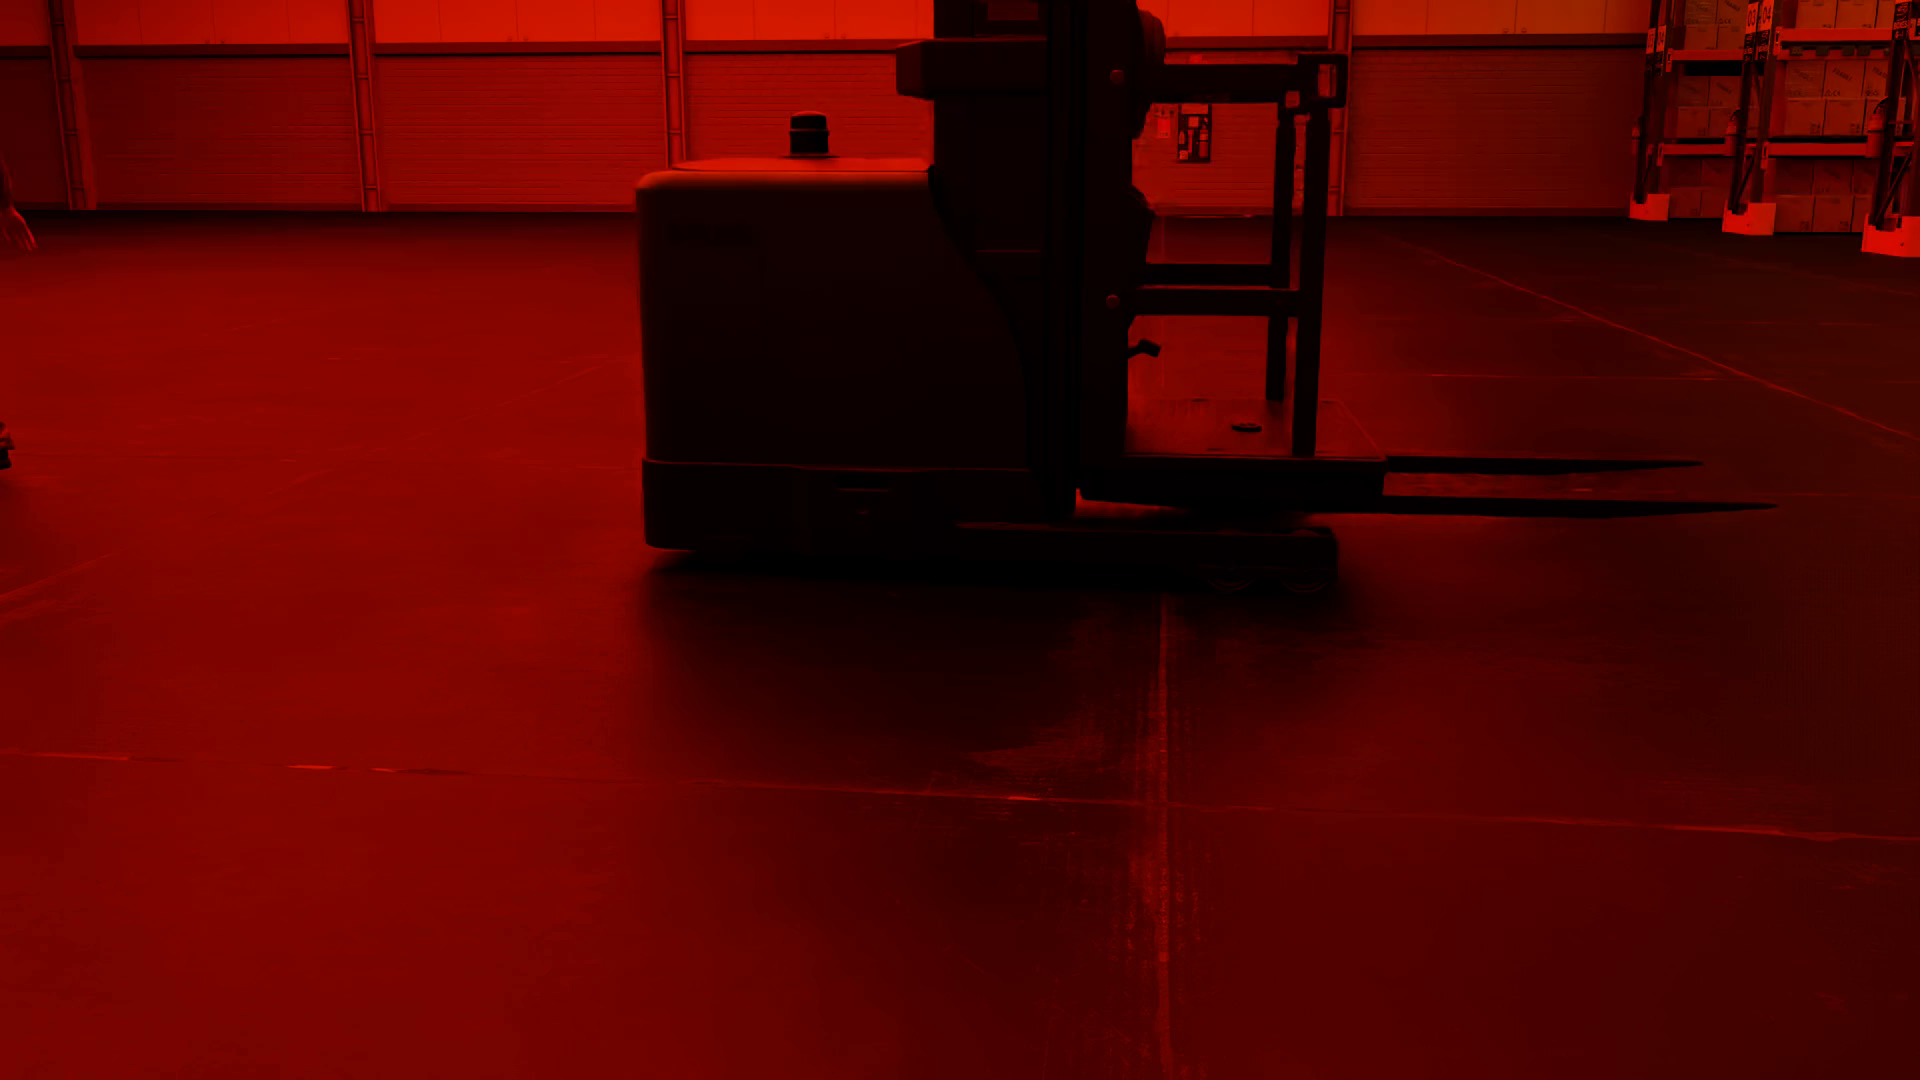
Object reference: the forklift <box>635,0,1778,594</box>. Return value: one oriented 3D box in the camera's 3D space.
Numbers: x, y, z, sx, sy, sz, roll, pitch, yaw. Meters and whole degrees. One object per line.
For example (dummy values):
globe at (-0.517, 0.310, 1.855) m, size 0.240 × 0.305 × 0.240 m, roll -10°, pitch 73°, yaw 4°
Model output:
forklift at (0.678, -1.415, 4.560) m, size 3.031 × 2.935 × 1.130 m, roll 1°, pitch 13°, yaw 6°

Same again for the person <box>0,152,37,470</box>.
person at (-3.683, -1.049, 5.776) m, size 0.718 × 1.712 × 0.967 m, roll 0°, pitch 13°, yaw -1°
